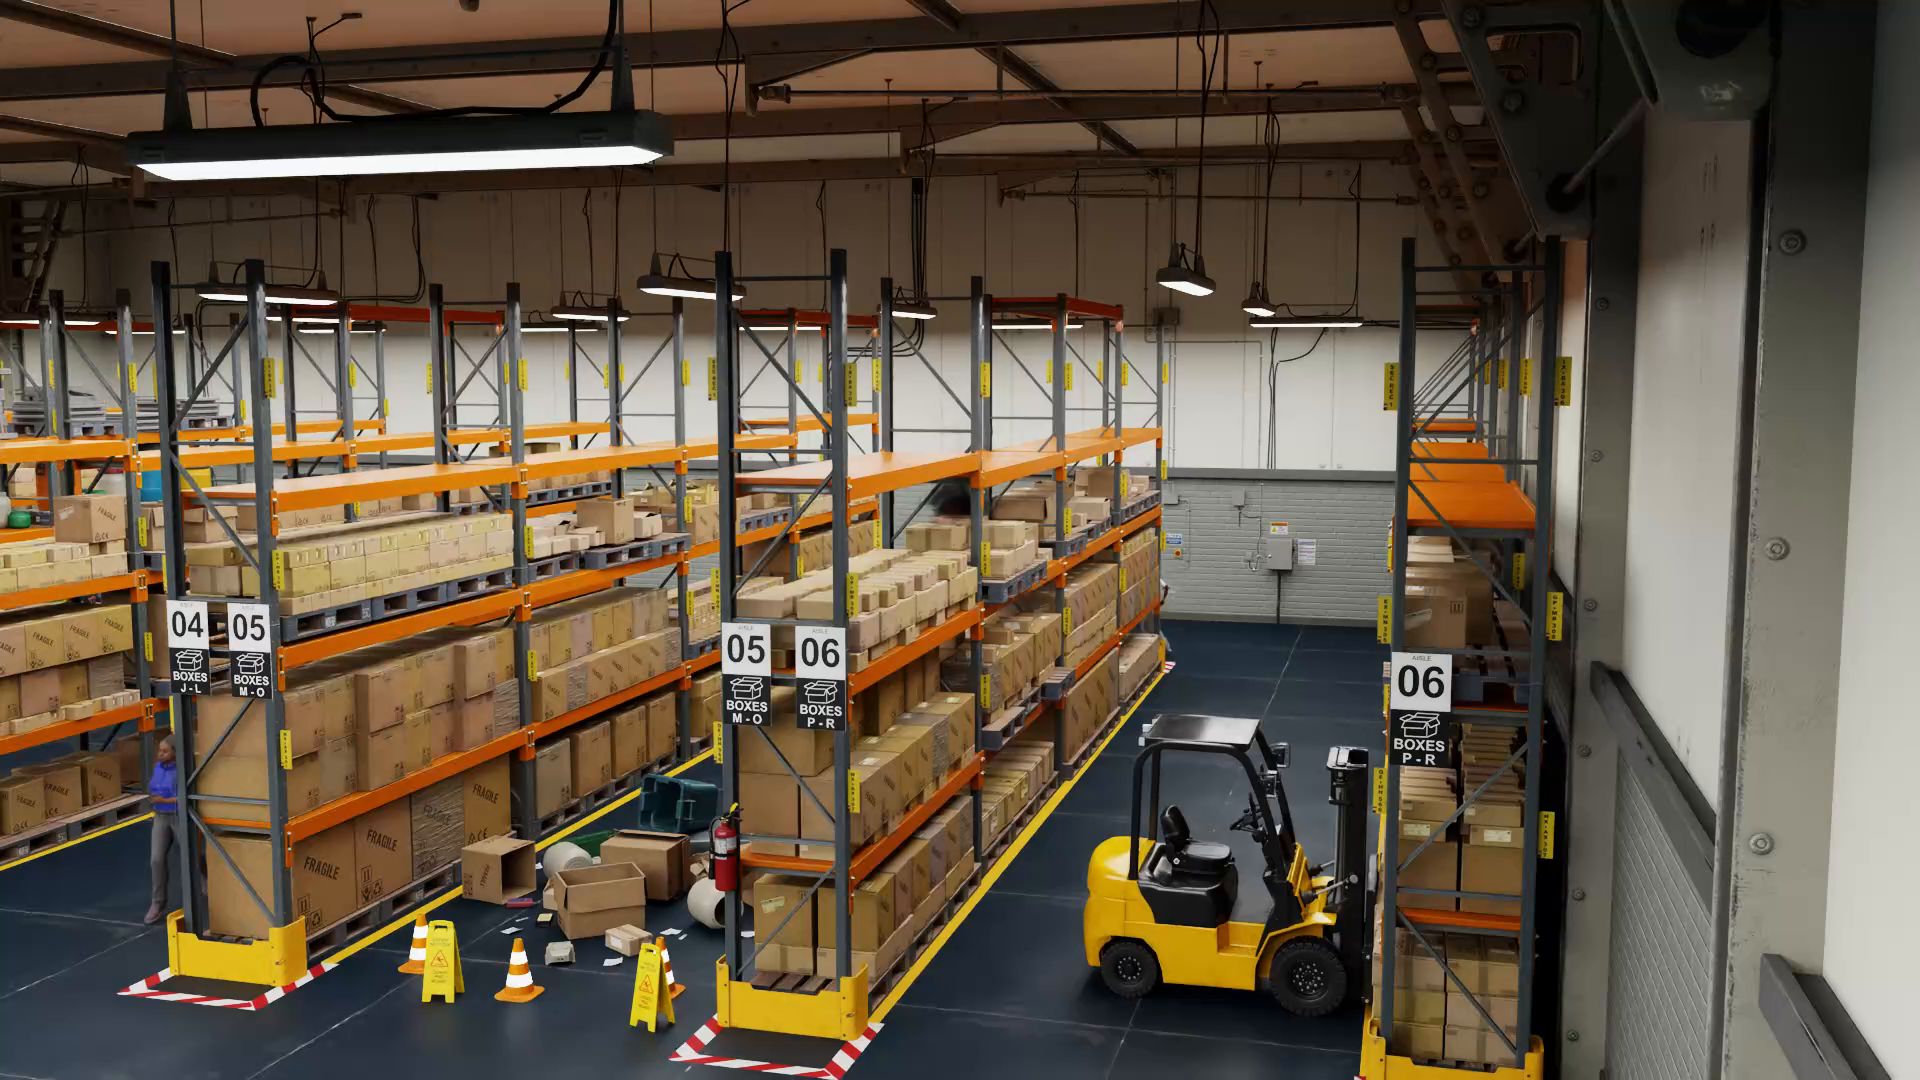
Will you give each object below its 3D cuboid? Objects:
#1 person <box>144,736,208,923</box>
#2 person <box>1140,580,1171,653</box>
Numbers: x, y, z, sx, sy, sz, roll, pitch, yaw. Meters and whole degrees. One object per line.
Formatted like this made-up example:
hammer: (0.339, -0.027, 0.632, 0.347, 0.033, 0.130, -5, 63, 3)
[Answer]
person: (-7.390, 2.663, 15.680, 0.567, 1.661, 0.915, 1, 6, 11)
person: (3.361, 1.230, 29.441, 0.785, 1.690, 0.599, 5, 8, 41)
